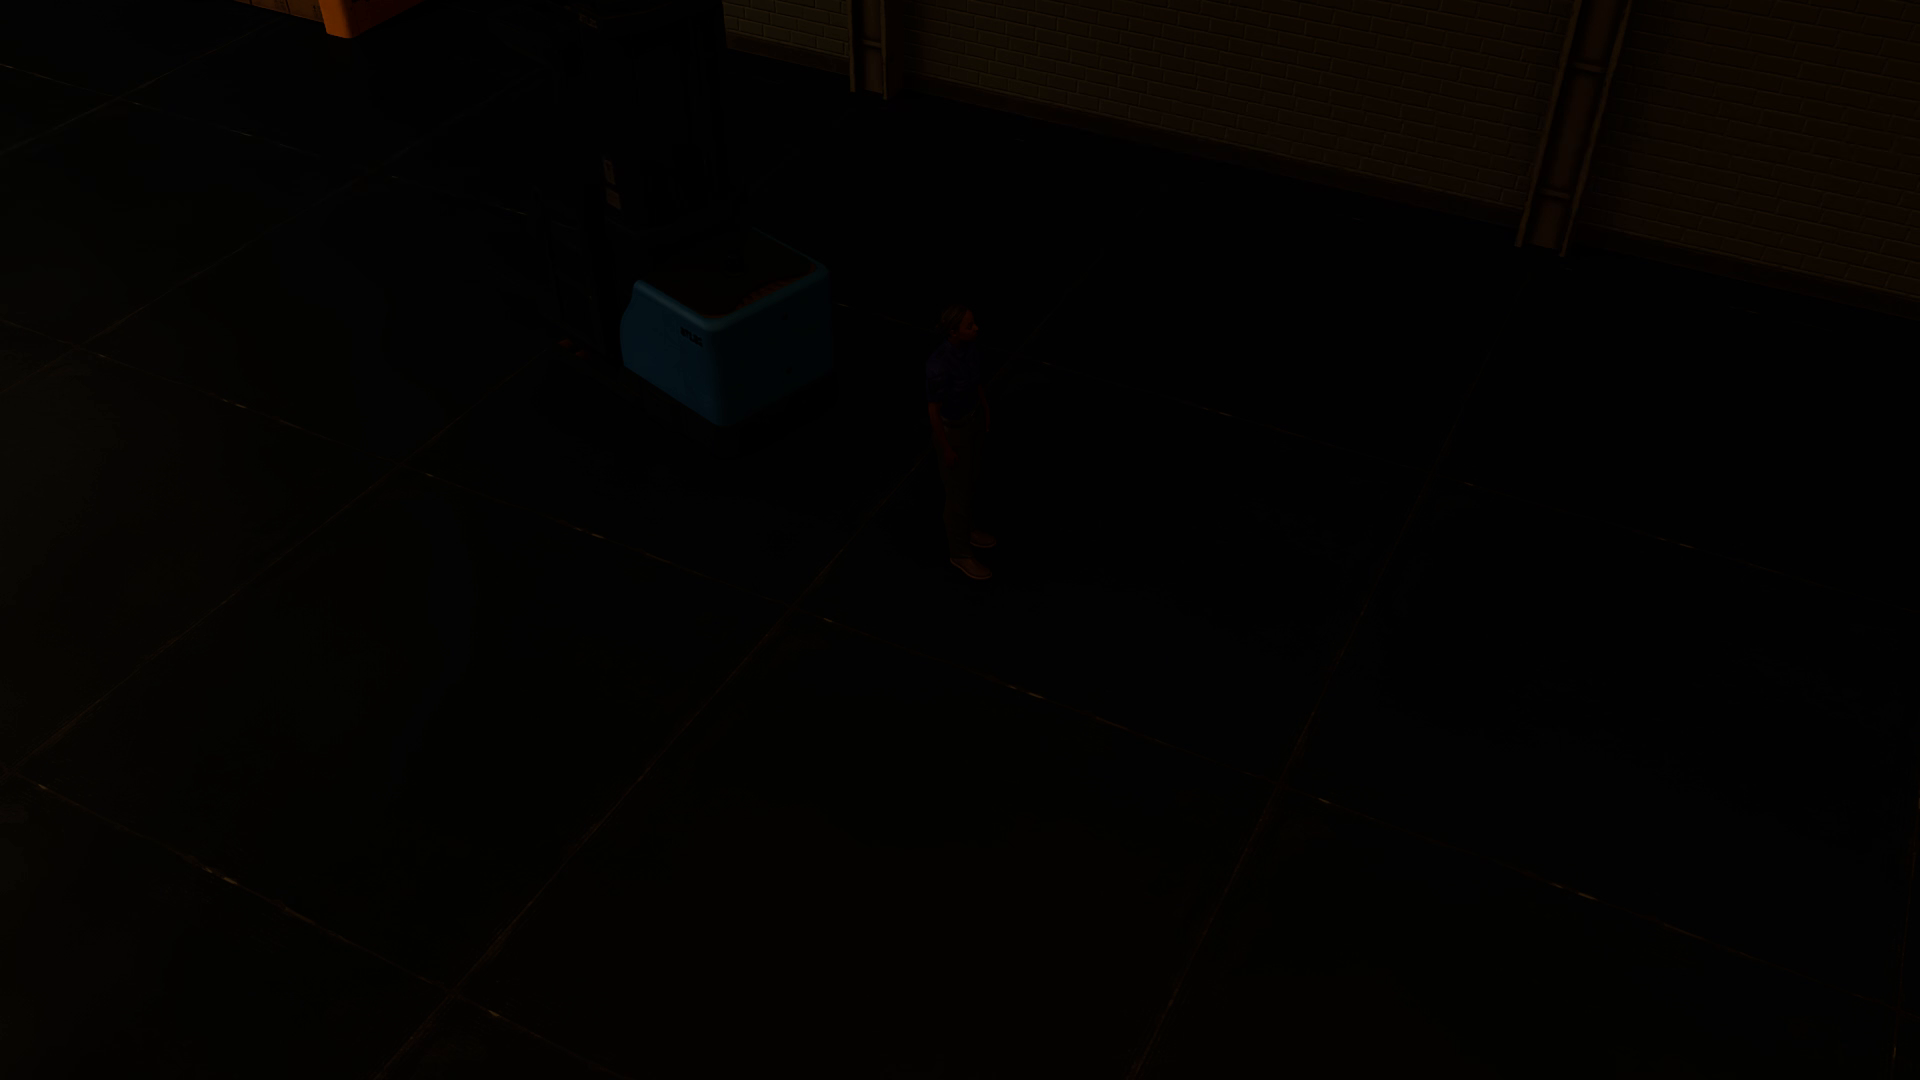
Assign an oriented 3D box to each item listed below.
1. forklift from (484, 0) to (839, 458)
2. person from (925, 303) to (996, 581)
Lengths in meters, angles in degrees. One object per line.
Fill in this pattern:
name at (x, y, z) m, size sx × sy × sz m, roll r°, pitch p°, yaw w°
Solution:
forklift at (-2.227, -2.494, 10.948) m, size 3.031 × 2.935 × 1.130 m, roll 32°, pitch 50°, yaw 32°
person at (0.069, -0.601, 9.680) m, size 0.503 × 1.656 × 0.570 m, roll 18°, pitch 43°, yaw 21°
